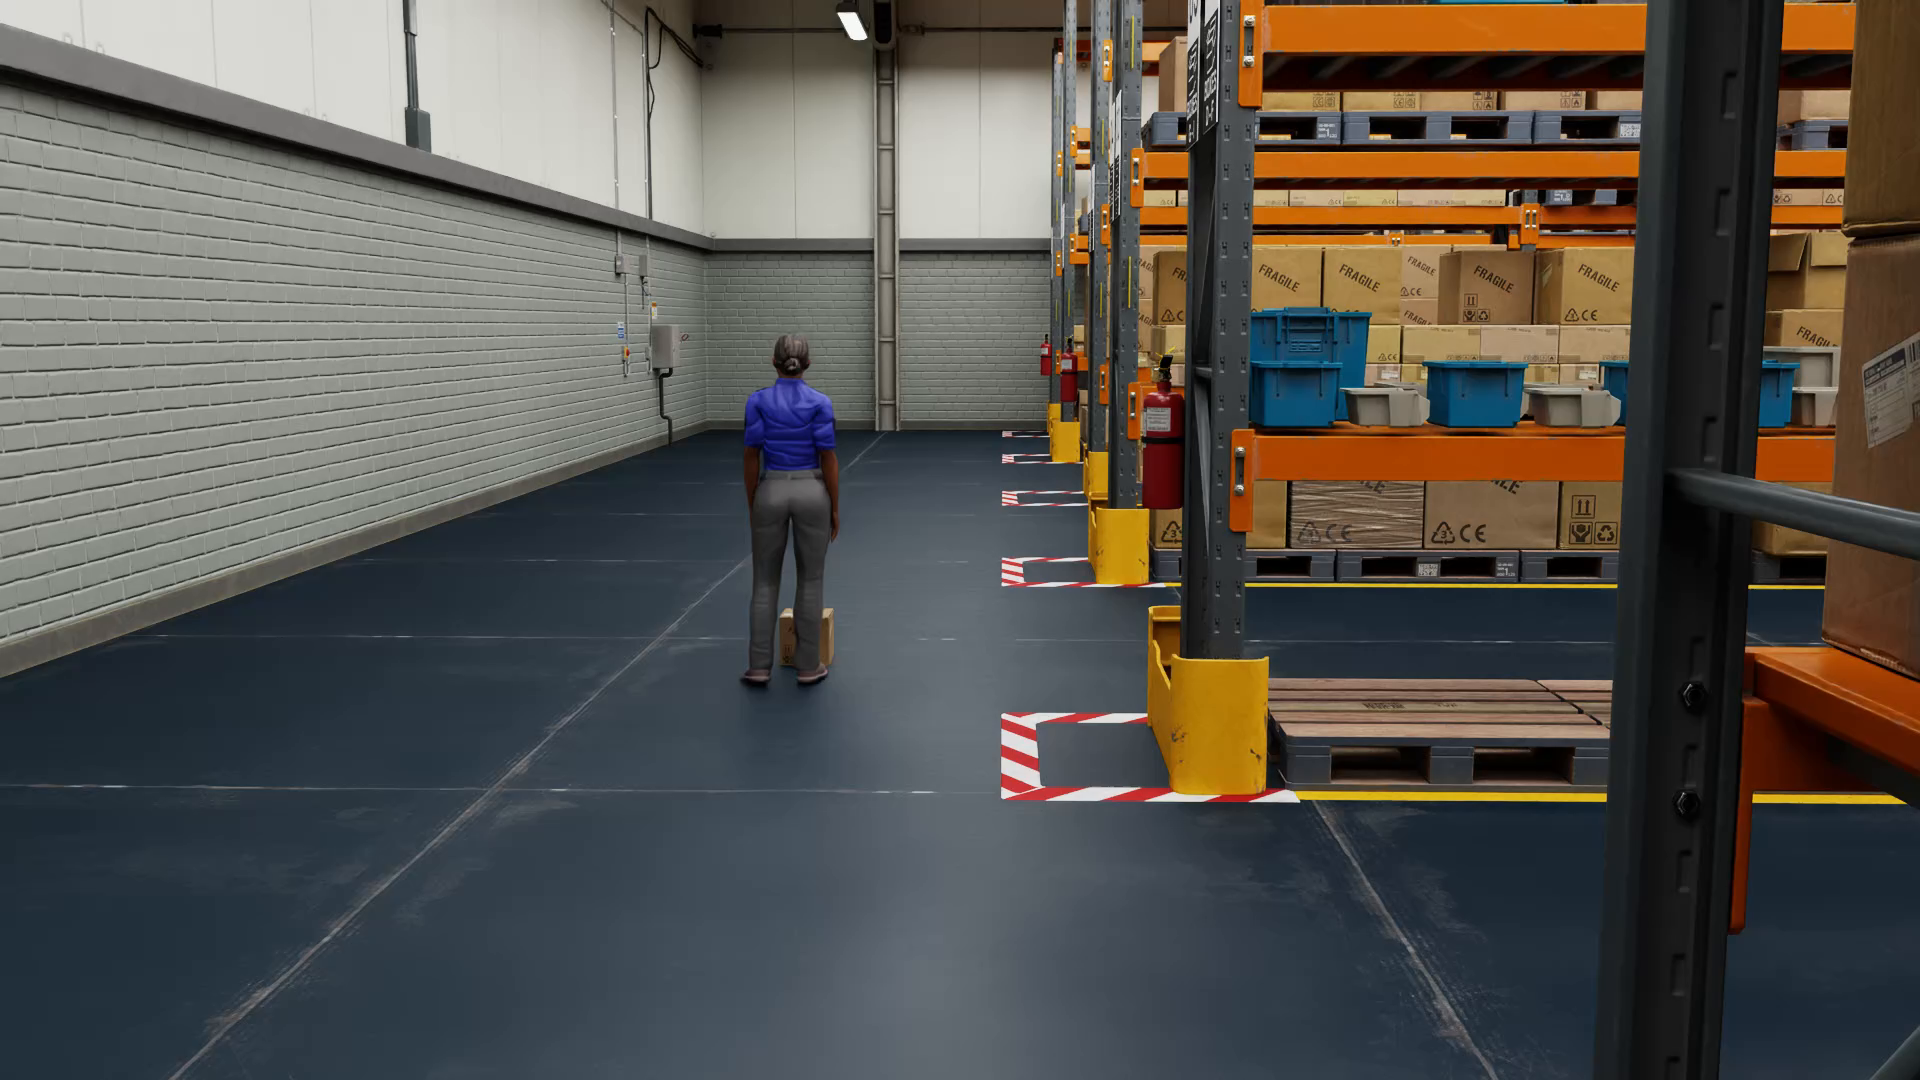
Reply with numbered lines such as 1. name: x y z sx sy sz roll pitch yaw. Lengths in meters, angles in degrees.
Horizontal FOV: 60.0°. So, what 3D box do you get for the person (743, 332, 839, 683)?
1. person: -0.809 -0.143 7.885 0.480 1.671 0.330 0 7 2
